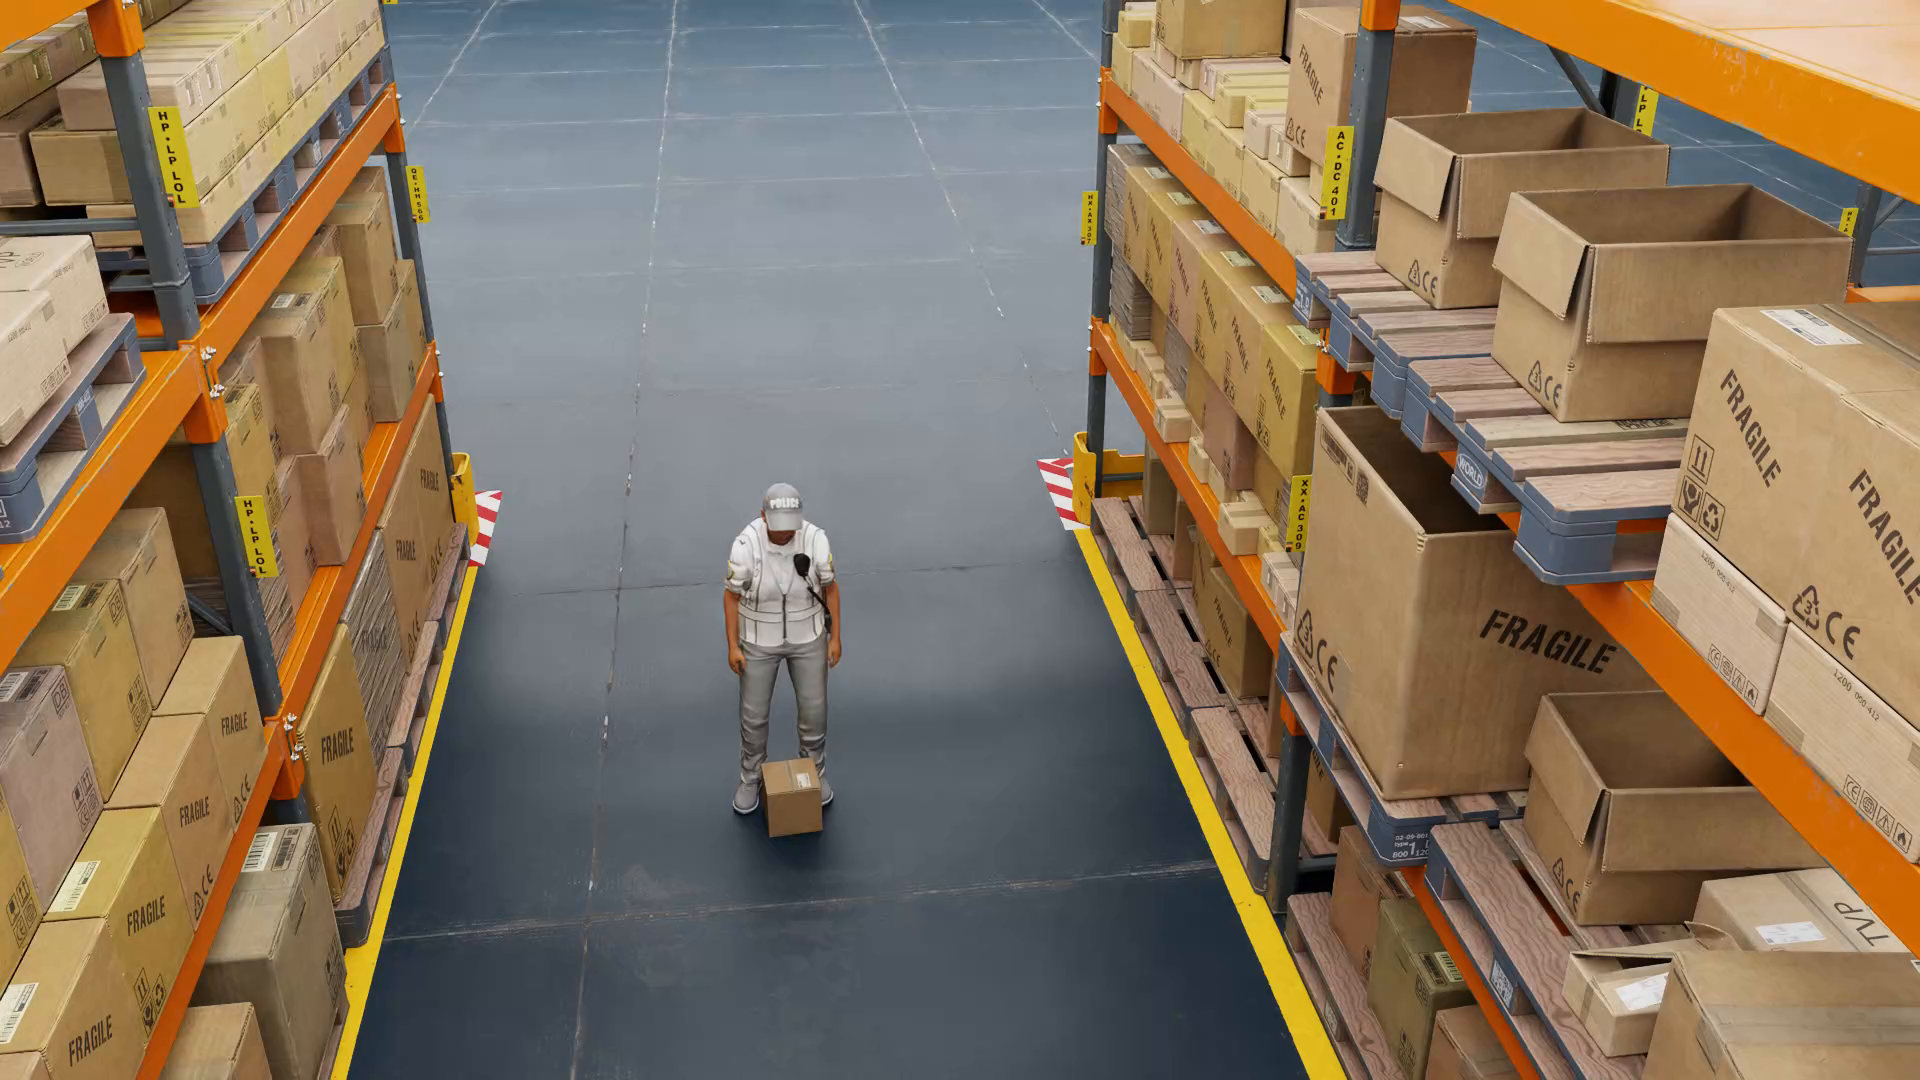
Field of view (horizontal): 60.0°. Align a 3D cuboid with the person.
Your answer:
[{"bbox_3d":[-0.830,0.471,7.715,0.561,1.653,0.394,-5,28,-9],"label":"person"}]
